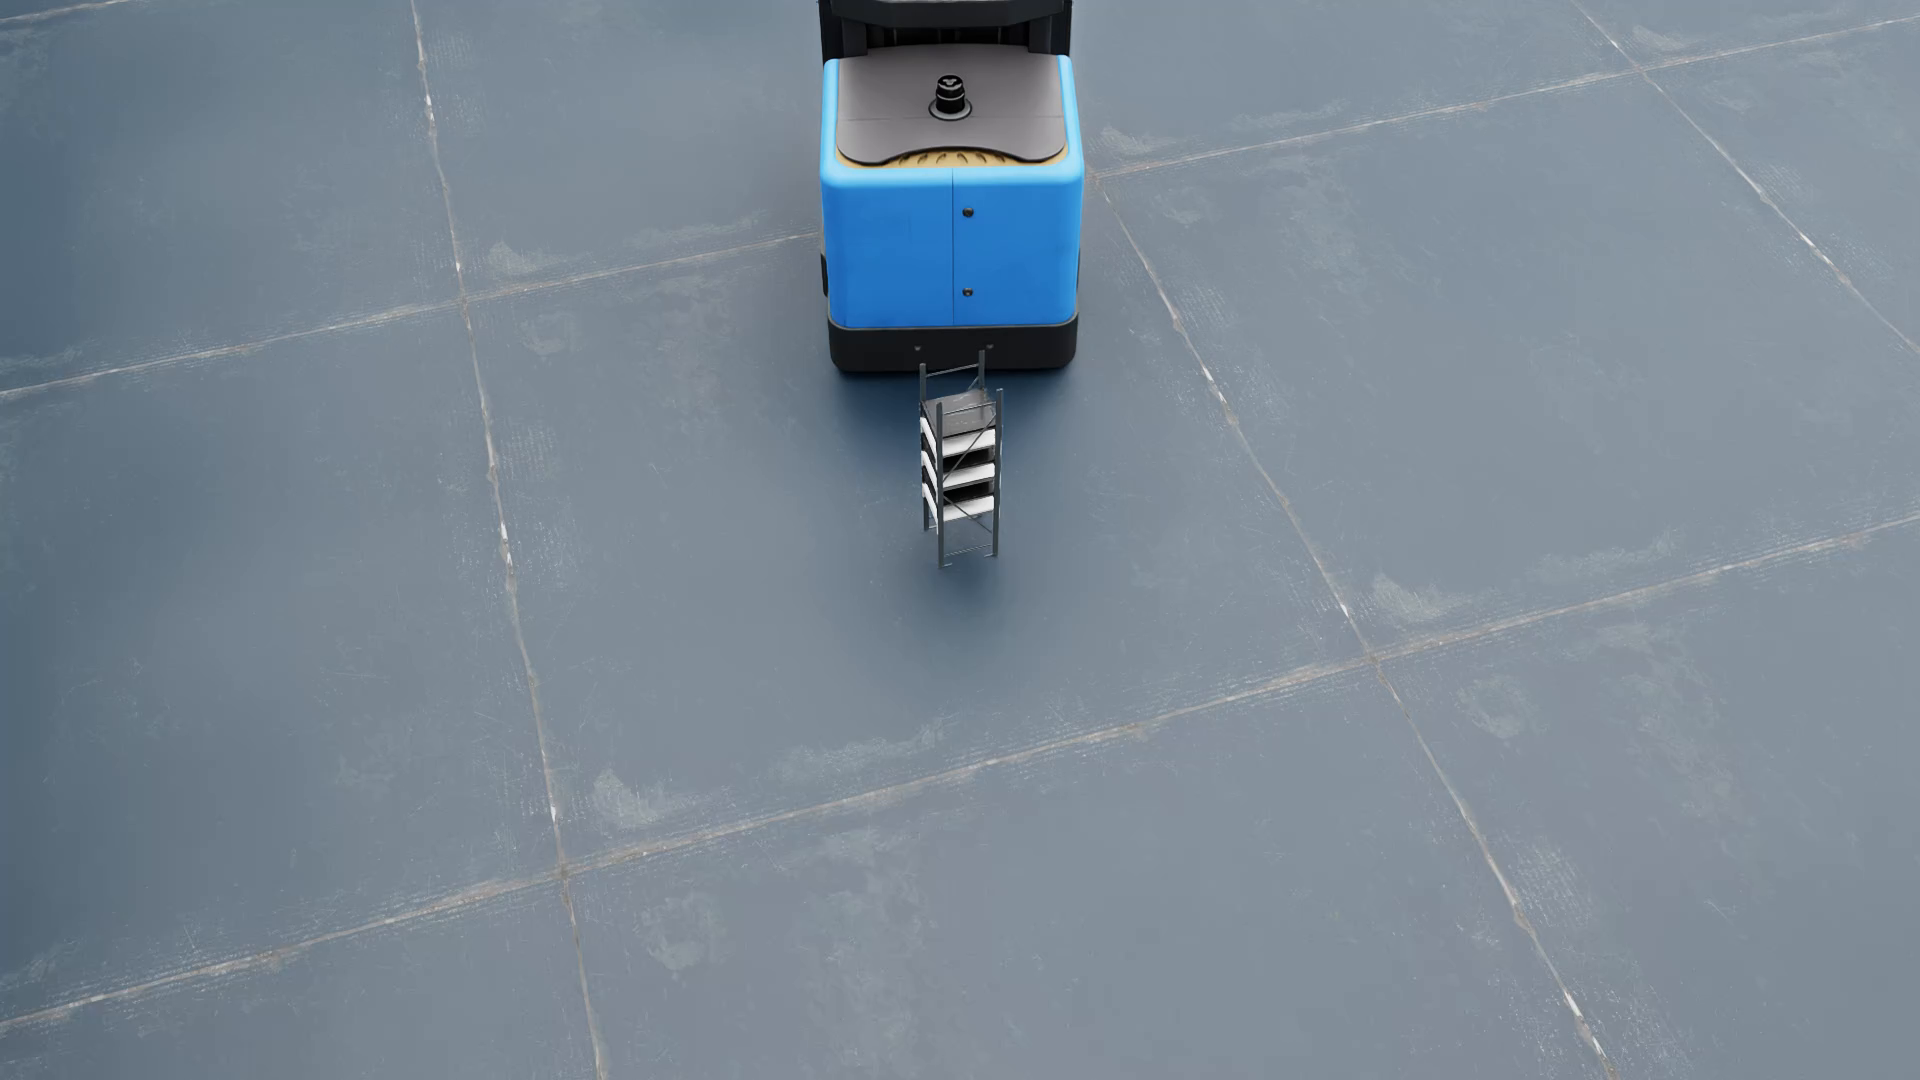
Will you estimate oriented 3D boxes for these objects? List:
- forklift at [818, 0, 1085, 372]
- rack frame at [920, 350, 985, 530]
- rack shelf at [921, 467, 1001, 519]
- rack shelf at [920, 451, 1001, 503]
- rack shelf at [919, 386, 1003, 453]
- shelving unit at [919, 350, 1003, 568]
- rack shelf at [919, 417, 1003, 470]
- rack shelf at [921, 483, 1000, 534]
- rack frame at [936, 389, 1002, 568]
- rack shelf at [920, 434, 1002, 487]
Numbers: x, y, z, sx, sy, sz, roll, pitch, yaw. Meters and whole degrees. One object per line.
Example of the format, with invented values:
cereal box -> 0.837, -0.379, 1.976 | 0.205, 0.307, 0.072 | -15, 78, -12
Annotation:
forklift -> -0.070, -2.777, 6.963 | 1.130, 2.935, 3.031 | -1, 50, -1
rack frame -> -0.028, -0.358, 6.253 | 0.240, 0.900, 0.006 | -13, 51, -11
rack shelf -> 0.002, -0.205, 6.285 | 0.258, 0.077, 0.200 | -13, 51, -11
rack shelf -> 0.002, -0.263, 6.216 | 0.258, 0.077, 0.200 | -13, 51, -11
rack shelf -> 0.002, -0.437, 6.010 | 0.258, 0.077, 0.200 | -13, 51, -11
shelving unit -> 0.002, -0.284, 6.191 | 0.258, 0.900, 0.210 | -13, 51, -11
rack shelf -> 0.002, -0.379, 6.078 | 0.258, 0.077, 0.200 | -13, 51, -11
rack shelf -> 0.002, -0.147, 6.354 | 0.258, 0.077, 0.200 | -13, 51, -11
rack frame -> 0.032, -0.210, 6.128 | 0.240, 0.900, 0.006 | -13, 51, -11
rack shelf -> 0.002, -0.321, 6.147 | 0.258, 0.077, 0.200 | -13, 51, -11
